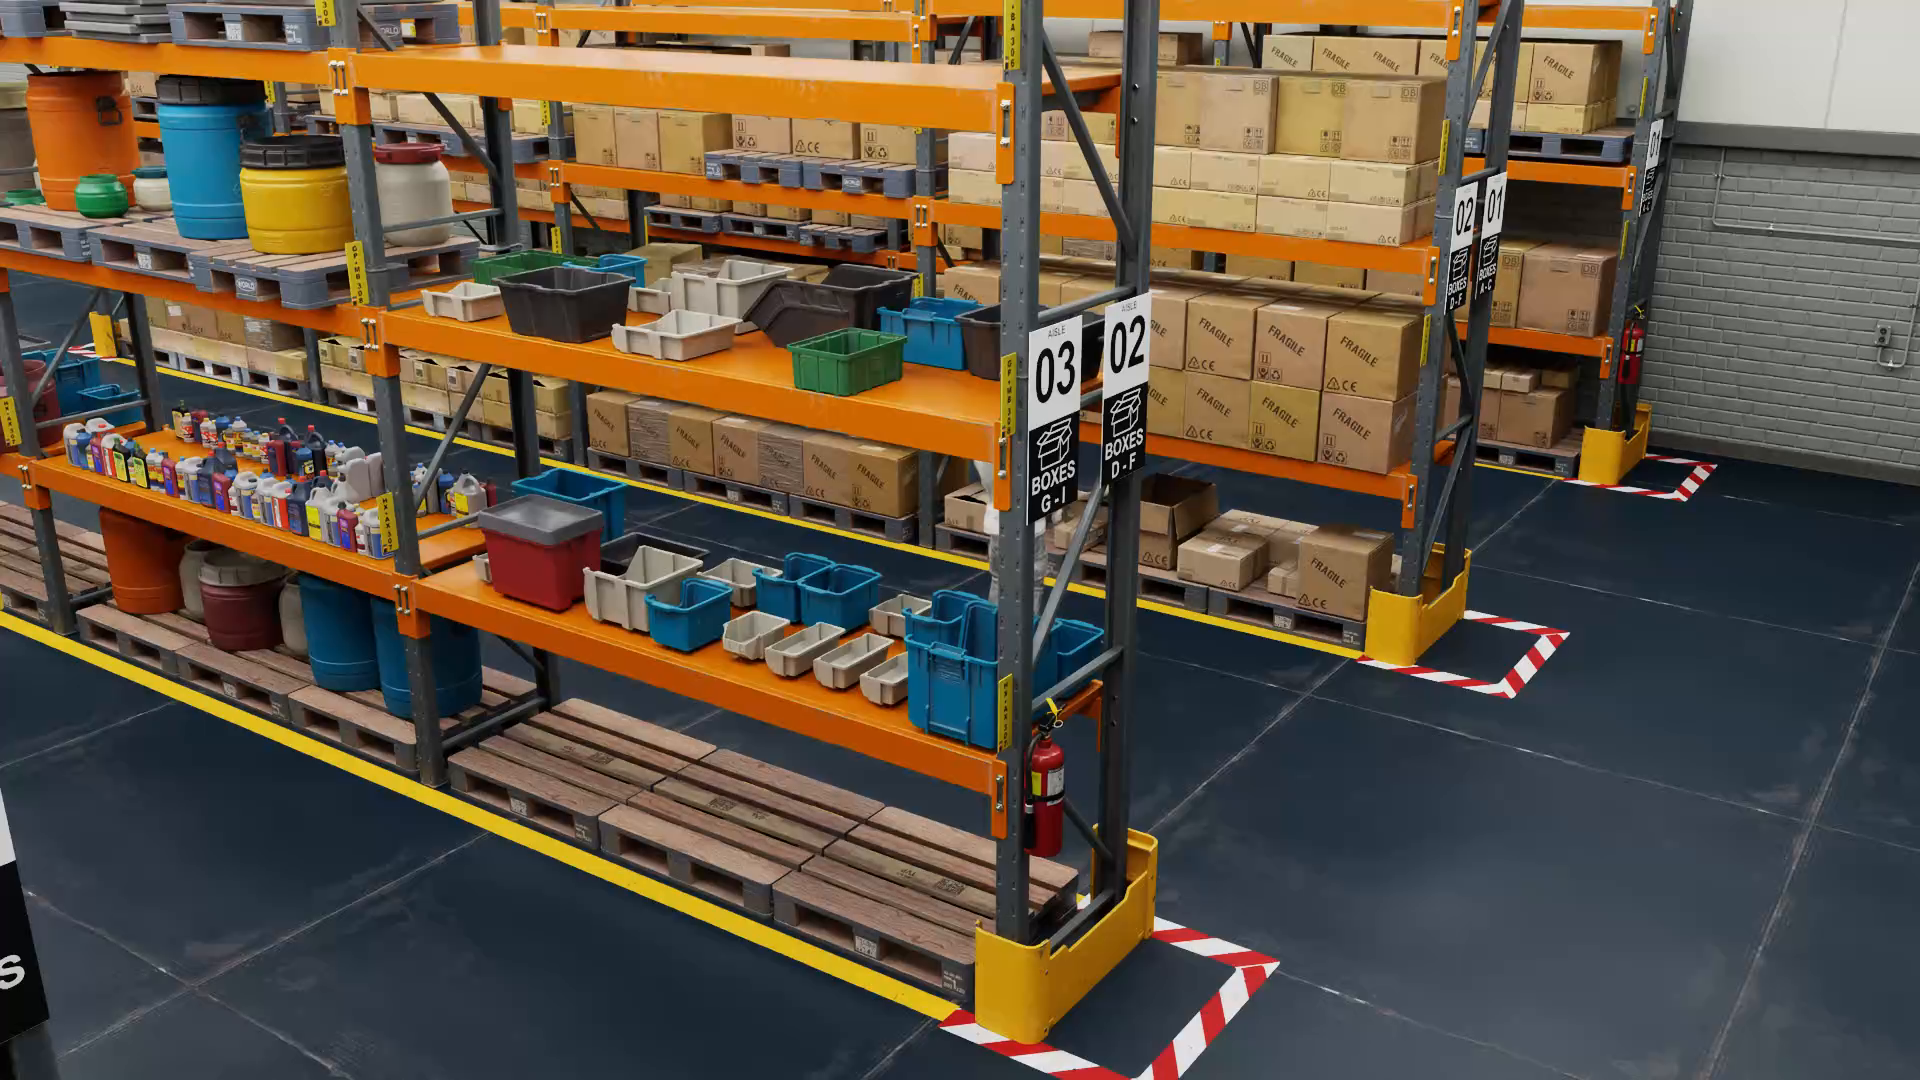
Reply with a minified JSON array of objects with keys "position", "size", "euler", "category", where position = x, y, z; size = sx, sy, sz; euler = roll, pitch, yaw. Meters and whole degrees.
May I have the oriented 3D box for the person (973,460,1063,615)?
[{"position":[0.417,-0.081,11.276],"size":[0.487,1.778,0.575],"euler":[13,23,32],"category":"person"}]
